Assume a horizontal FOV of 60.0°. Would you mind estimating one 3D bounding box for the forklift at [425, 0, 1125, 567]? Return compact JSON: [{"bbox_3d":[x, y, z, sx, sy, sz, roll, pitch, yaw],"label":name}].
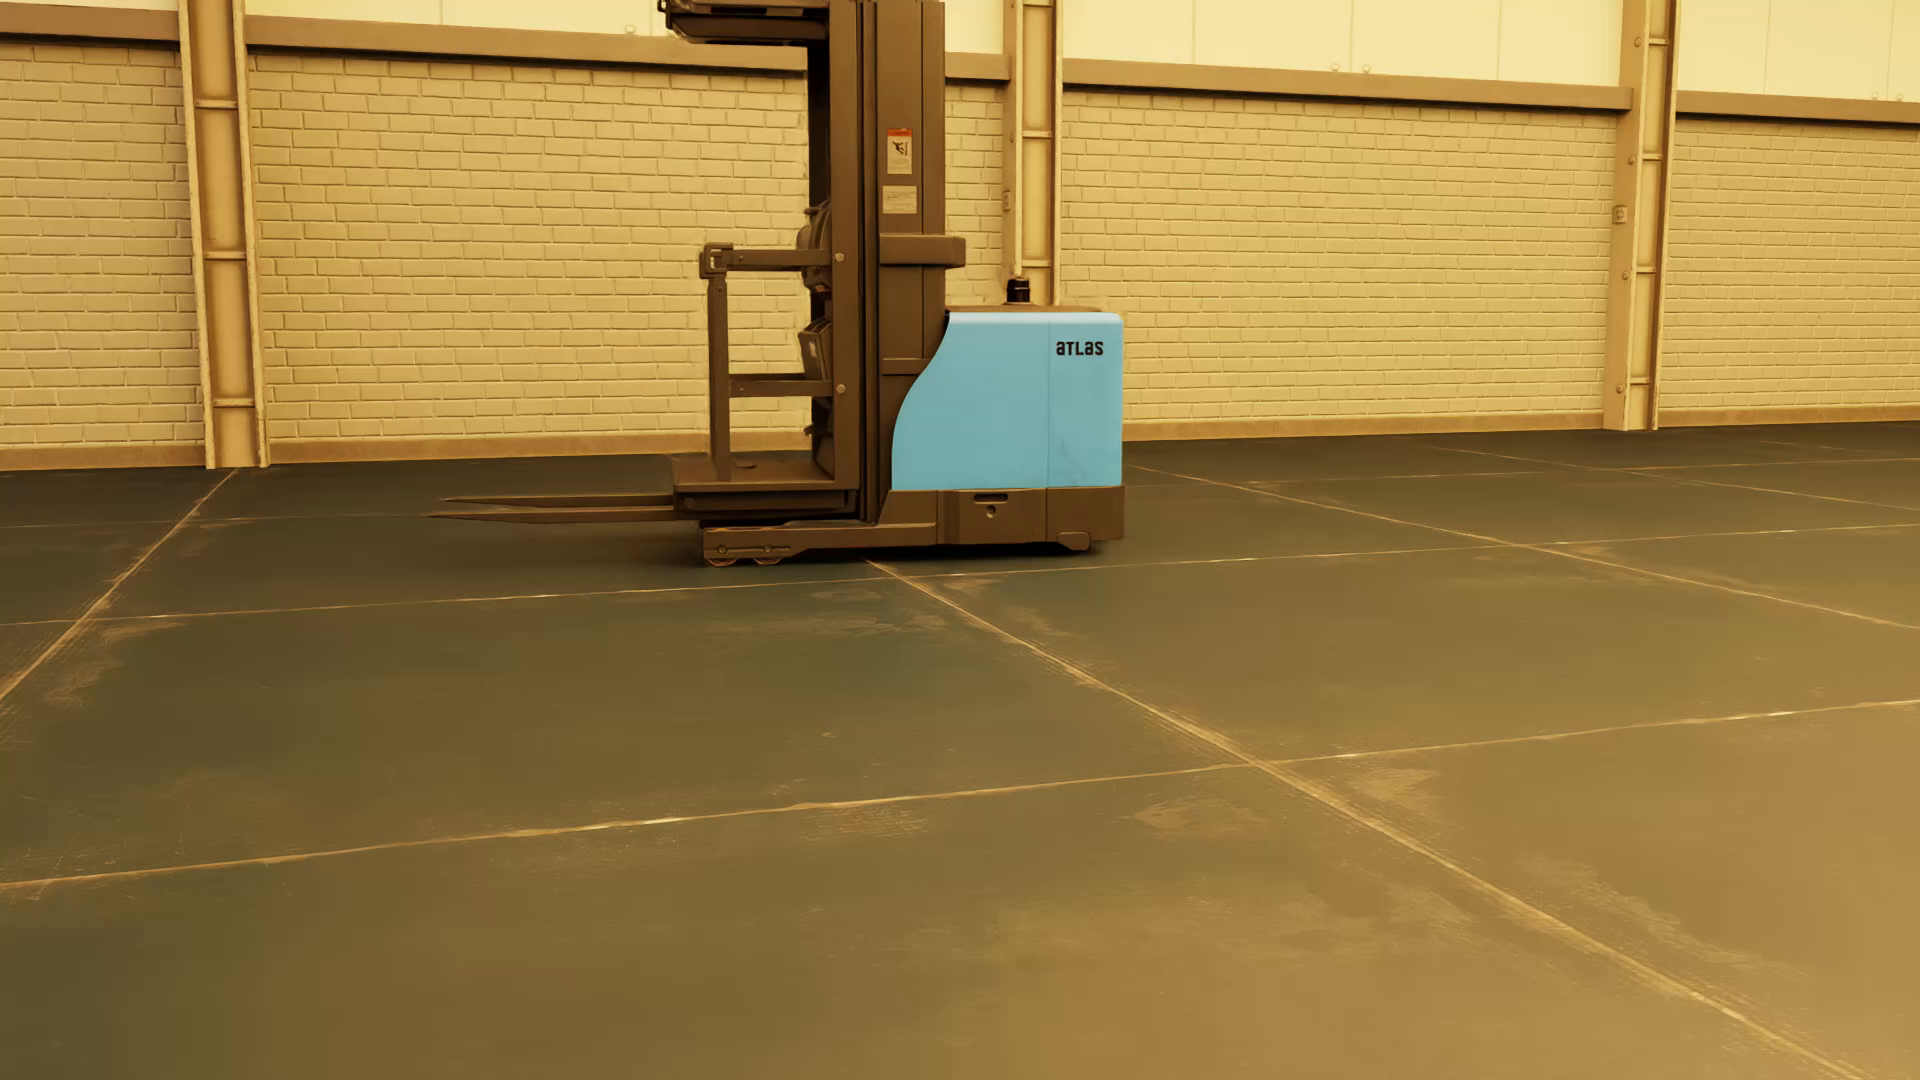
[{"bbox_3d":[-0.830,-1.415,7.454,3.031,2.935,1.130,-1,8,-10],"label":"forklift"}]
